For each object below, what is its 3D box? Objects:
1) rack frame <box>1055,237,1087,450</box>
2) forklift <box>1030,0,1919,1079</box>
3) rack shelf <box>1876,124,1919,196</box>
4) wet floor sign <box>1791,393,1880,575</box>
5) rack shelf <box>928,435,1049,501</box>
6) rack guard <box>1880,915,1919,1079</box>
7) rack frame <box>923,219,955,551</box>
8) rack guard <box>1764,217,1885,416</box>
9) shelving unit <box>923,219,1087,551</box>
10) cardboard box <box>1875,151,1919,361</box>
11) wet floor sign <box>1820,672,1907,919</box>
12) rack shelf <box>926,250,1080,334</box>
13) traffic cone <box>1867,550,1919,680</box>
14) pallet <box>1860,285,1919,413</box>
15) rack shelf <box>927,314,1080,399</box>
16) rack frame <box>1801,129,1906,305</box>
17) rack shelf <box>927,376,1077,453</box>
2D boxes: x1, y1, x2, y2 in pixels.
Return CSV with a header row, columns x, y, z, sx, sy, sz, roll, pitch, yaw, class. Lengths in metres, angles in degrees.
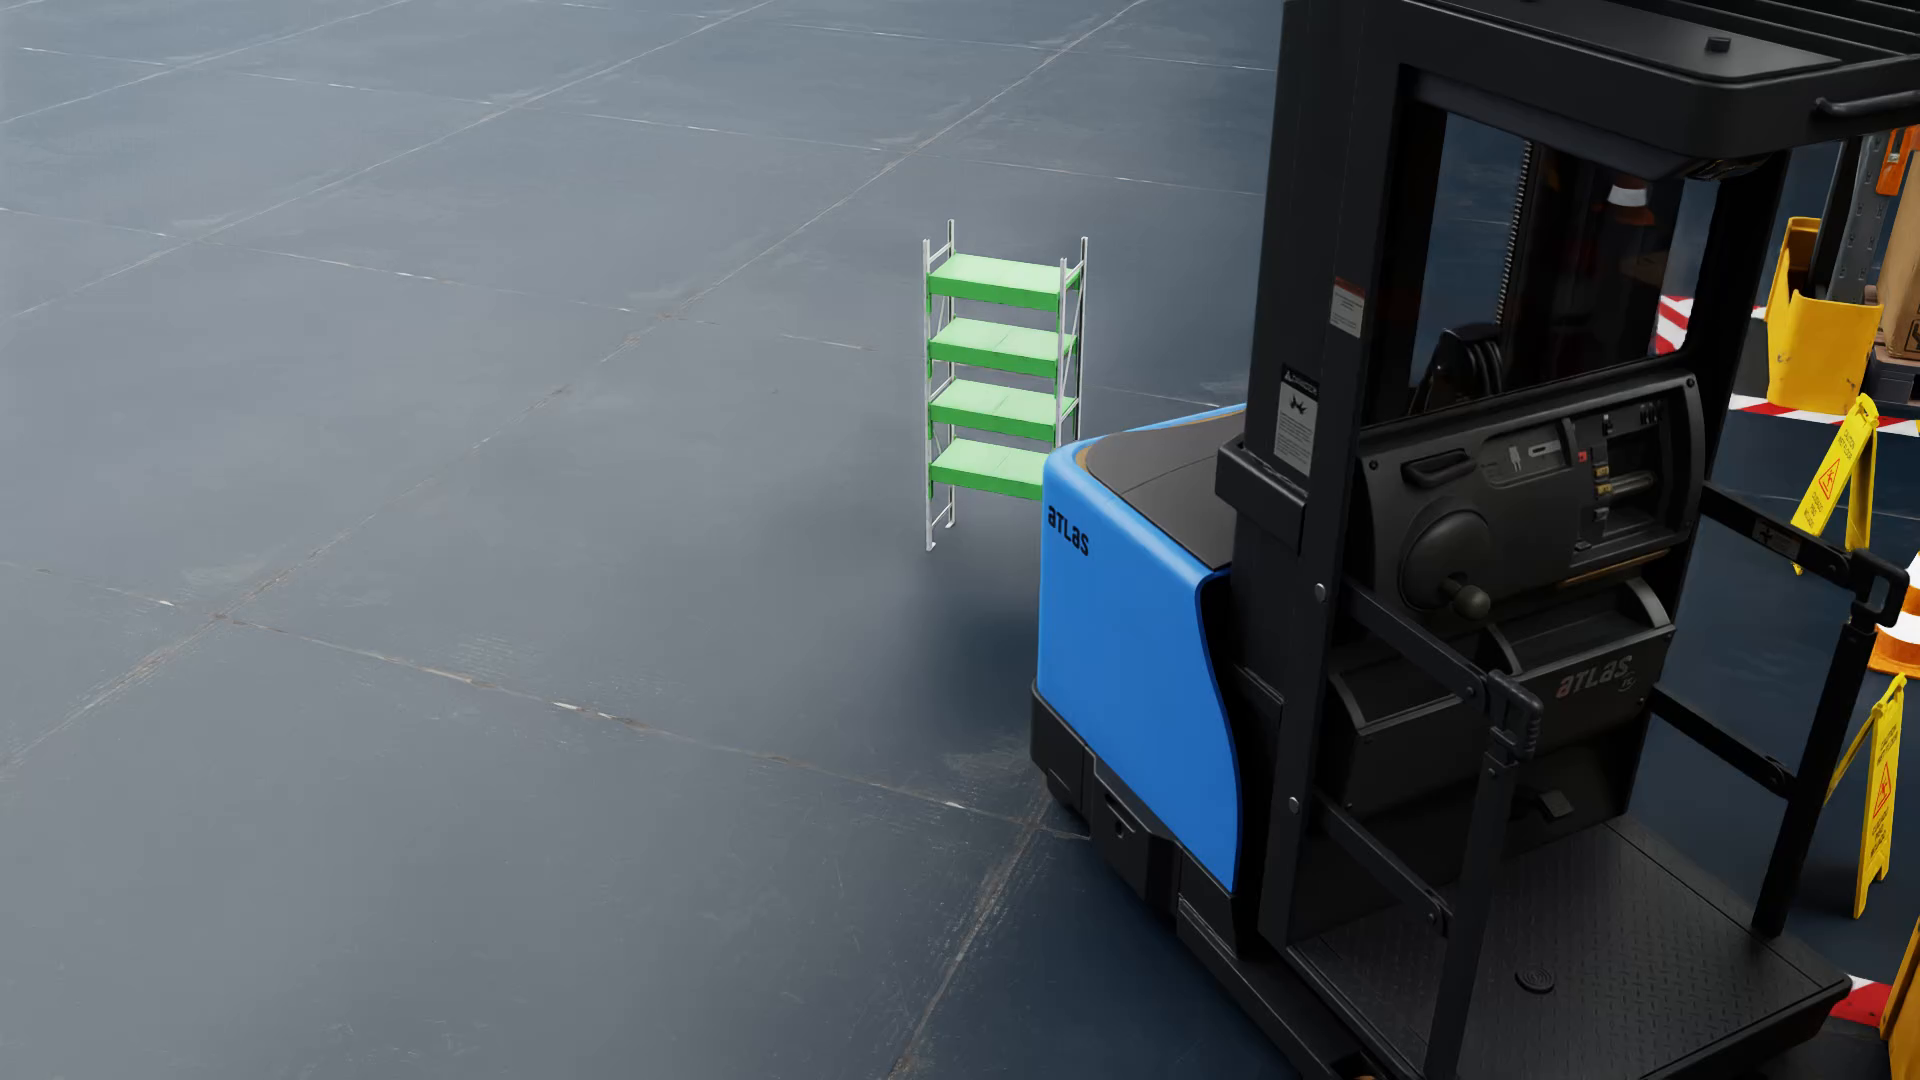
x,y,z,sx,sy,sz,roll,pitch,yaw,class
0.379,-0.447,5.821,0.015,1.200,0.240,11,31,19,rack frame
1.327,-0.053,3.364,1.130,2.935,3.031,-14,32,-23,forklift
5.799,-1.445,6.489,4.000,0.370,1.077,11,31,19,rack shelf
3.174,-0.206,5.958,0.232,0.644,0.267,6,30,11,wet floor sign
0.153,-0.227,6.050,0.480,0.148,0.258,11,31,19,rack shelf
2.249,1.250,3.530,0.348,0.500,1.175,11,31,19,rack guard
-0.073,-0.537,5.980,0.015,1.200,0.240,11,31,19,rack frame
3.923,-1.044,7.589,0.348,0.500,1.175,11,31,19,rack guard
0.153,-0.492,5.901,0.503,1.200,0.258,11,31,19,shelving unit
4.599,-1.290,7.217,0.875,0.875,0.875,11,31,19,cardboard box
2.404,0.650,4.445,0.232,0.644,0.267,24,37,36,wet floor sign
0.153,-0.854,5.696,0.480,0.148,0.258,11,31,19,rack shelf
3.164,0.175,5.471,0.334,0.463,0.336,11,31,19,traffic cone
4.716,-0.802,7.454,1.213,0.211,1.003,11,31,19,pallet
0.153,-0.645,5.814,0.480,0.148,0.258,11,31,19,rack shelf
3.946,-2.128,6.966,0.127,3.000,1.000,11,31,19,rack frame
0.153,-0.436,5.932,0.480,0.148,0.258,11,31,19,rack shelf
